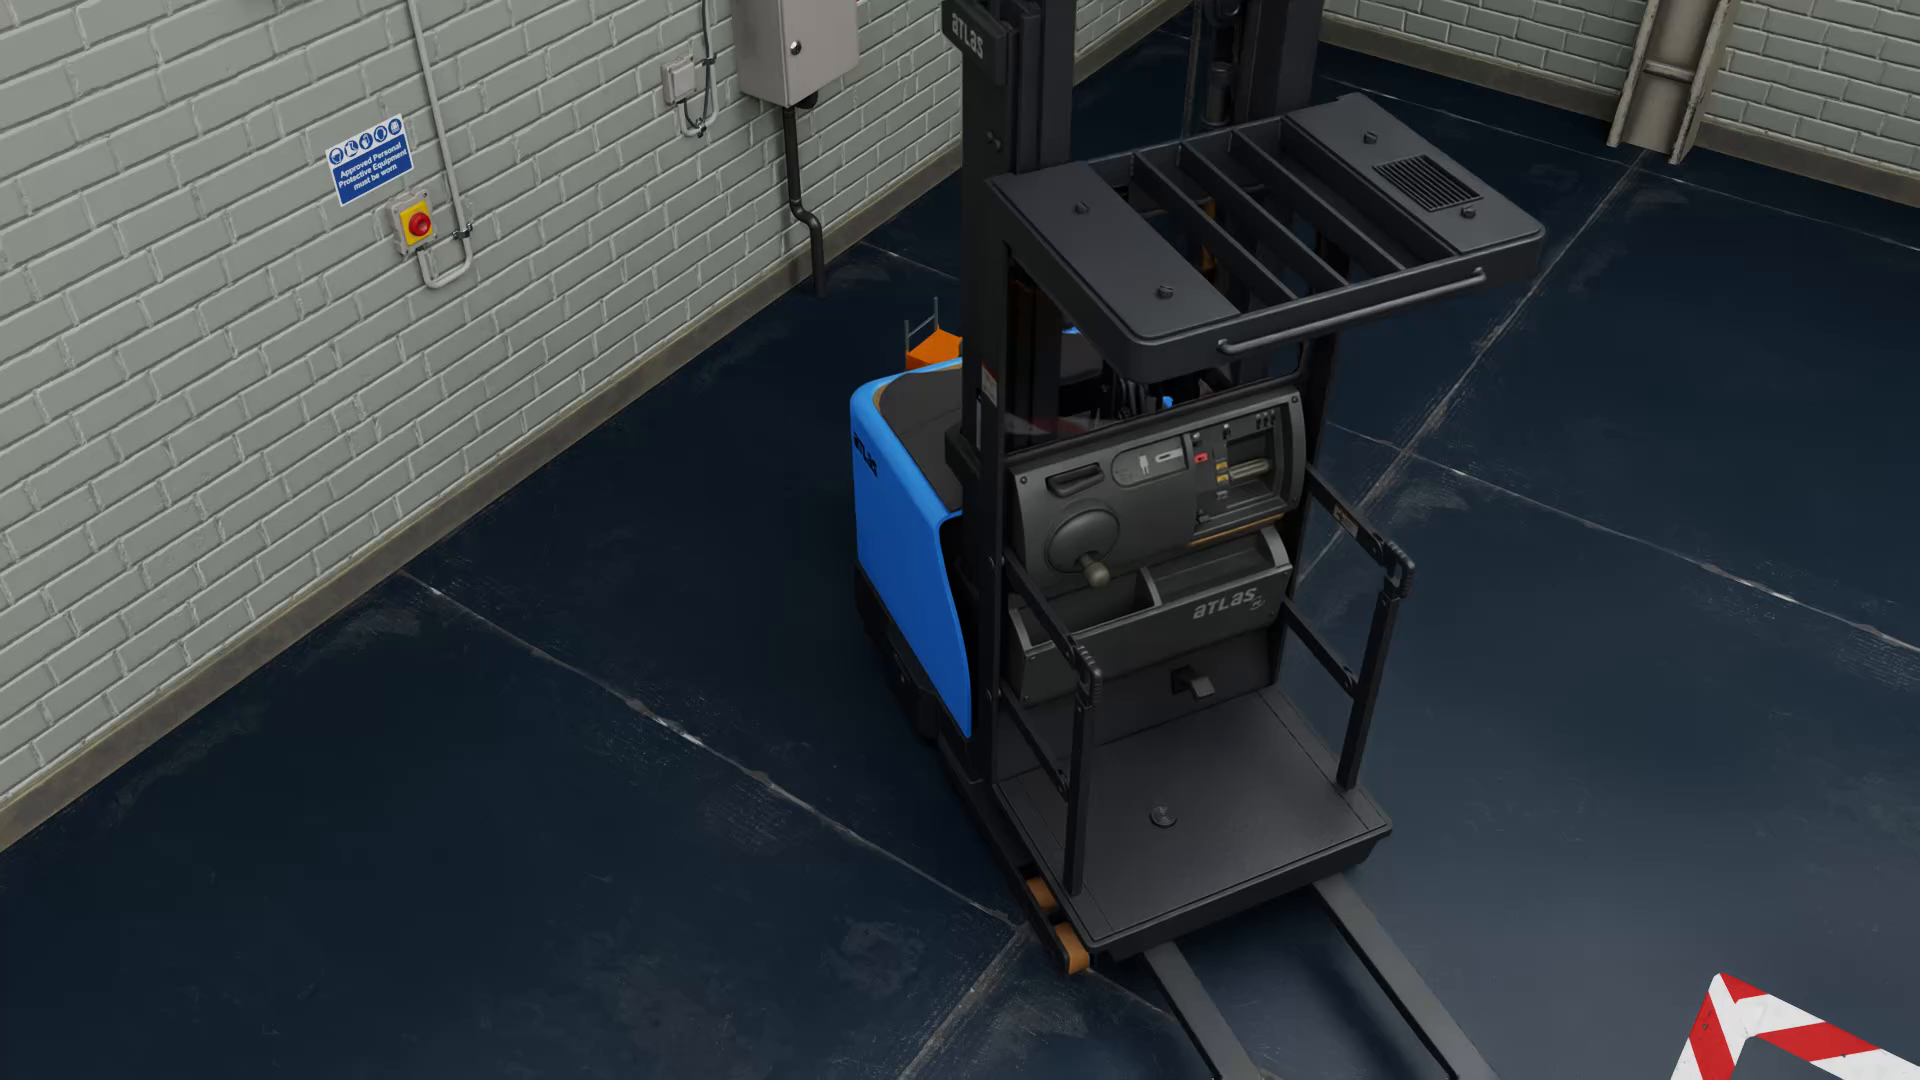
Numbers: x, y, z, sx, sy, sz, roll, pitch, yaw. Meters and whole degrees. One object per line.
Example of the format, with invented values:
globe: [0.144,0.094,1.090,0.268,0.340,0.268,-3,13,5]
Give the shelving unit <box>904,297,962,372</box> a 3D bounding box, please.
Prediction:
shelving unit: [-0.044,-0.412,6.423,0.252,1.050,0.215,25,48,25]

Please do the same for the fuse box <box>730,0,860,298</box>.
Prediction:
fuse box: [-0.641,-1.833,7.515,0.414,1.711,0.539,25,48,25]

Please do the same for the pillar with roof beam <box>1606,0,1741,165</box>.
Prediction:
pillar with roof beam: [1.348,-3.197,3.574,0.400,9.000,9.100,25,48,25]

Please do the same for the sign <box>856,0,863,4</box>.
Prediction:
sign: [-0.527,-2.626,7.507,0.001,0.494,0.329,25,48,25]

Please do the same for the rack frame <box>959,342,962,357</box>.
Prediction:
rack frame: [0.056,-0.365,6.371,0.008,1.050,0.200,25,48,25]

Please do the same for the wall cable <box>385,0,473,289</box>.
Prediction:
wall cable: [-1.967,-1.612,5.517,0.123,1.953,0.585,25,48,25]

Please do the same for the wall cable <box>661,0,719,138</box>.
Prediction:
wall cable: [-1.162,-2.379,6.397,0.122,1.984,0.588,25,48,25]

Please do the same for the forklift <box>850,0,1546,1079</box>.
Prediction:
forklift: [0.676,-0.066,4.625,1.130,2.935,3.031,-17,45,-18]

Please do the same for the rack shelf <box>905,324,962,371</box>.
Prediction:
rack shelf: [-0.044,-0.615,6.241,0.240,0.259,0.215,25,48,25]

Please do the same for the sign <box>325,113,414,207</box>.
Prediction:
sign: [-2.045,-1.319,5.772,0.001,0.218,0.327,25,48,25]

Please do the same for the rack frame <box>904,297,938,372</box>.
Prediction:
rack frame: [-0.144,-0.458,6.475,0.008,1.050,0.200,25,48,25]
